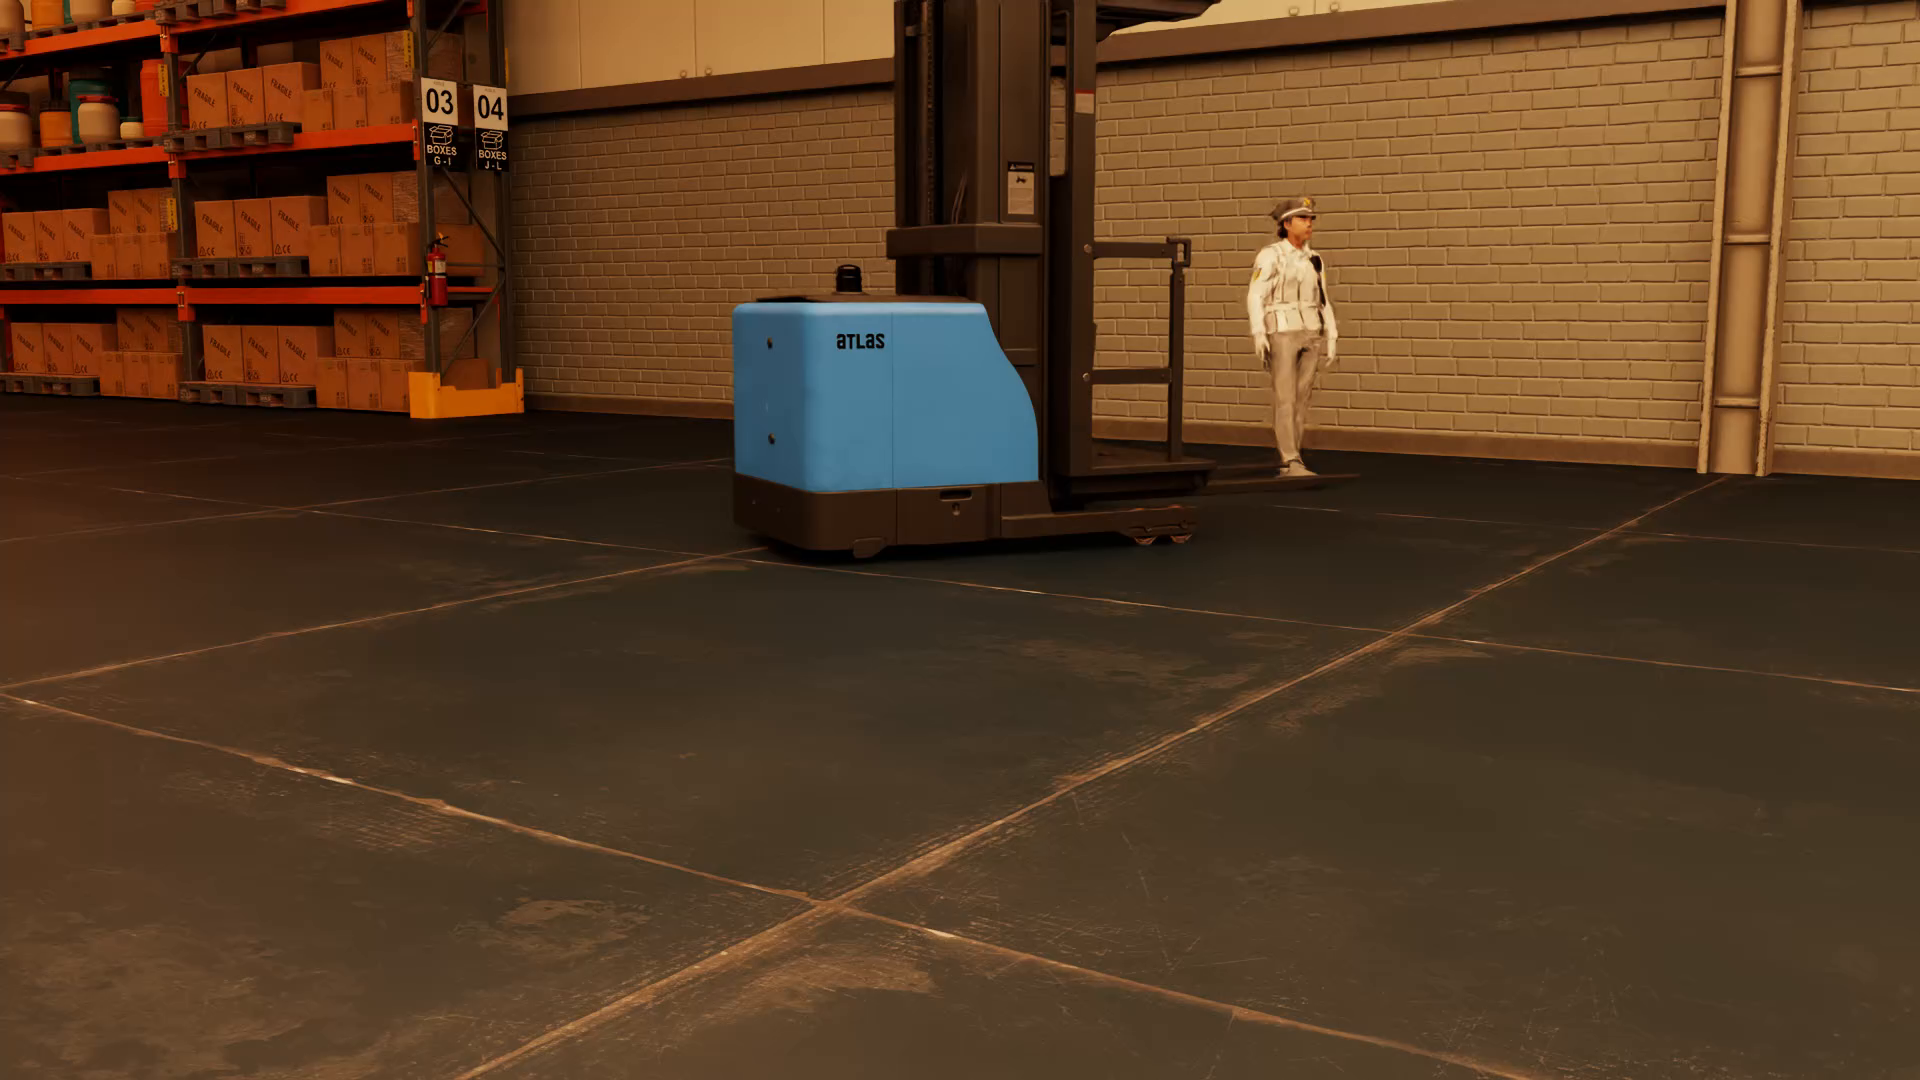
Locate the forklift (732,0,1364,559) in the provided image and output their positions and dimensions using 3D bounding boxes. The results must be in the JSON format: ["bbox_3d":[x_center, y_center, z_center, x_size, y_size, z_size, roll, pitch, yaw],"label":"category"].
[{"bbox_3d":[0.510,-1.493,7.692,3.031,2.935,1.130,-4,9,-27],"label":"forklift"}]

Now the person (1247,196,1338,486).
[{"bbox_3d":[2.020,-1.174,9.810,0.576,1.695,0.612,-3,9,-20],"label":"person"}]
